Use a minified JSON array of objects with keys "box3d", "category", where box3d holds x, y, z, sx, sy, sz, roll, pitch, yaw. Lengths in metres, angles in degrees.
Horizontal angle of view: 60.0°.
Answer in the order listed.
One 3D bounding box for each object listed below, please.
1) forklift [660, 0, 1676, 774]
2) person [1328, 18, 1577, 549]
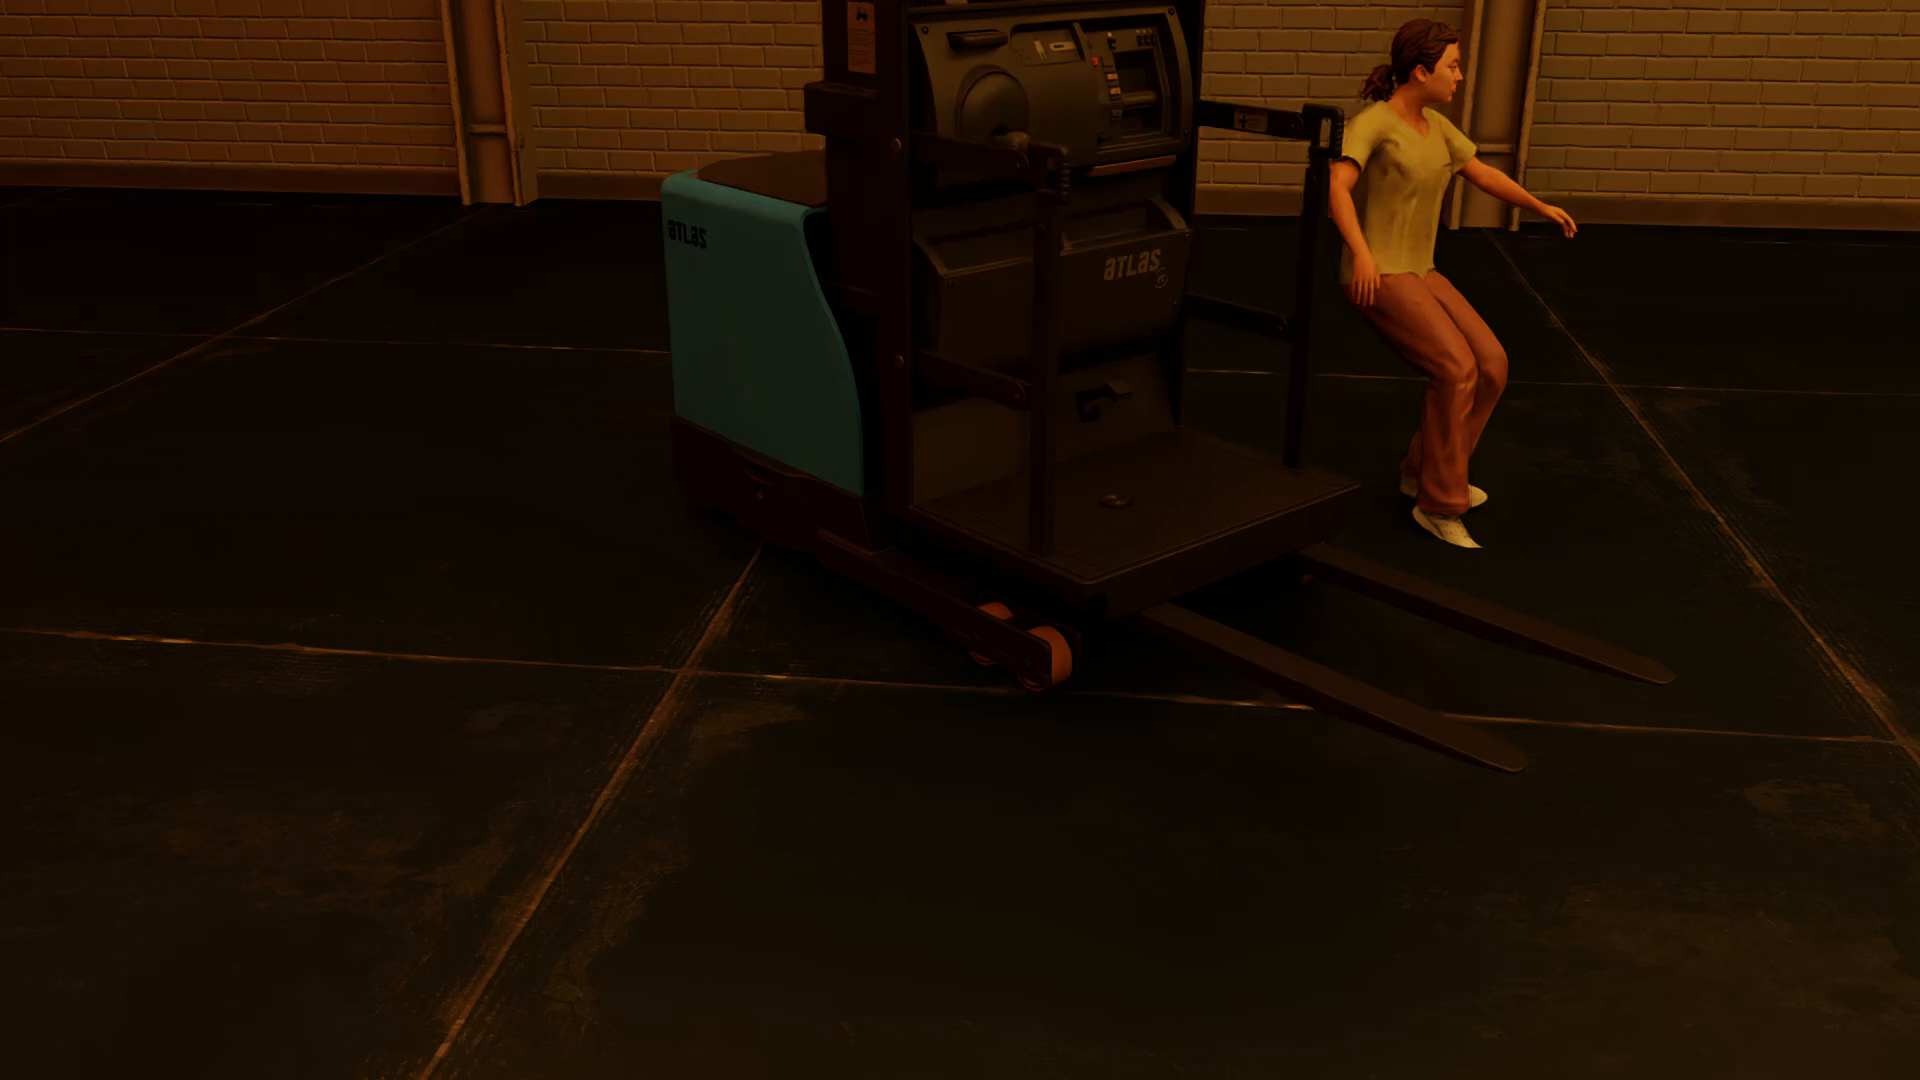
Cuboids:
[{"box3d":[0.403,-1.188,4.203,1.130,2.935,3.031,-18,28,-37],"category":"forklift"},{"box3d":[1.484,-0.792,5.186,0.702,1.570,0.810,17,27,35],"category":"person"}]
